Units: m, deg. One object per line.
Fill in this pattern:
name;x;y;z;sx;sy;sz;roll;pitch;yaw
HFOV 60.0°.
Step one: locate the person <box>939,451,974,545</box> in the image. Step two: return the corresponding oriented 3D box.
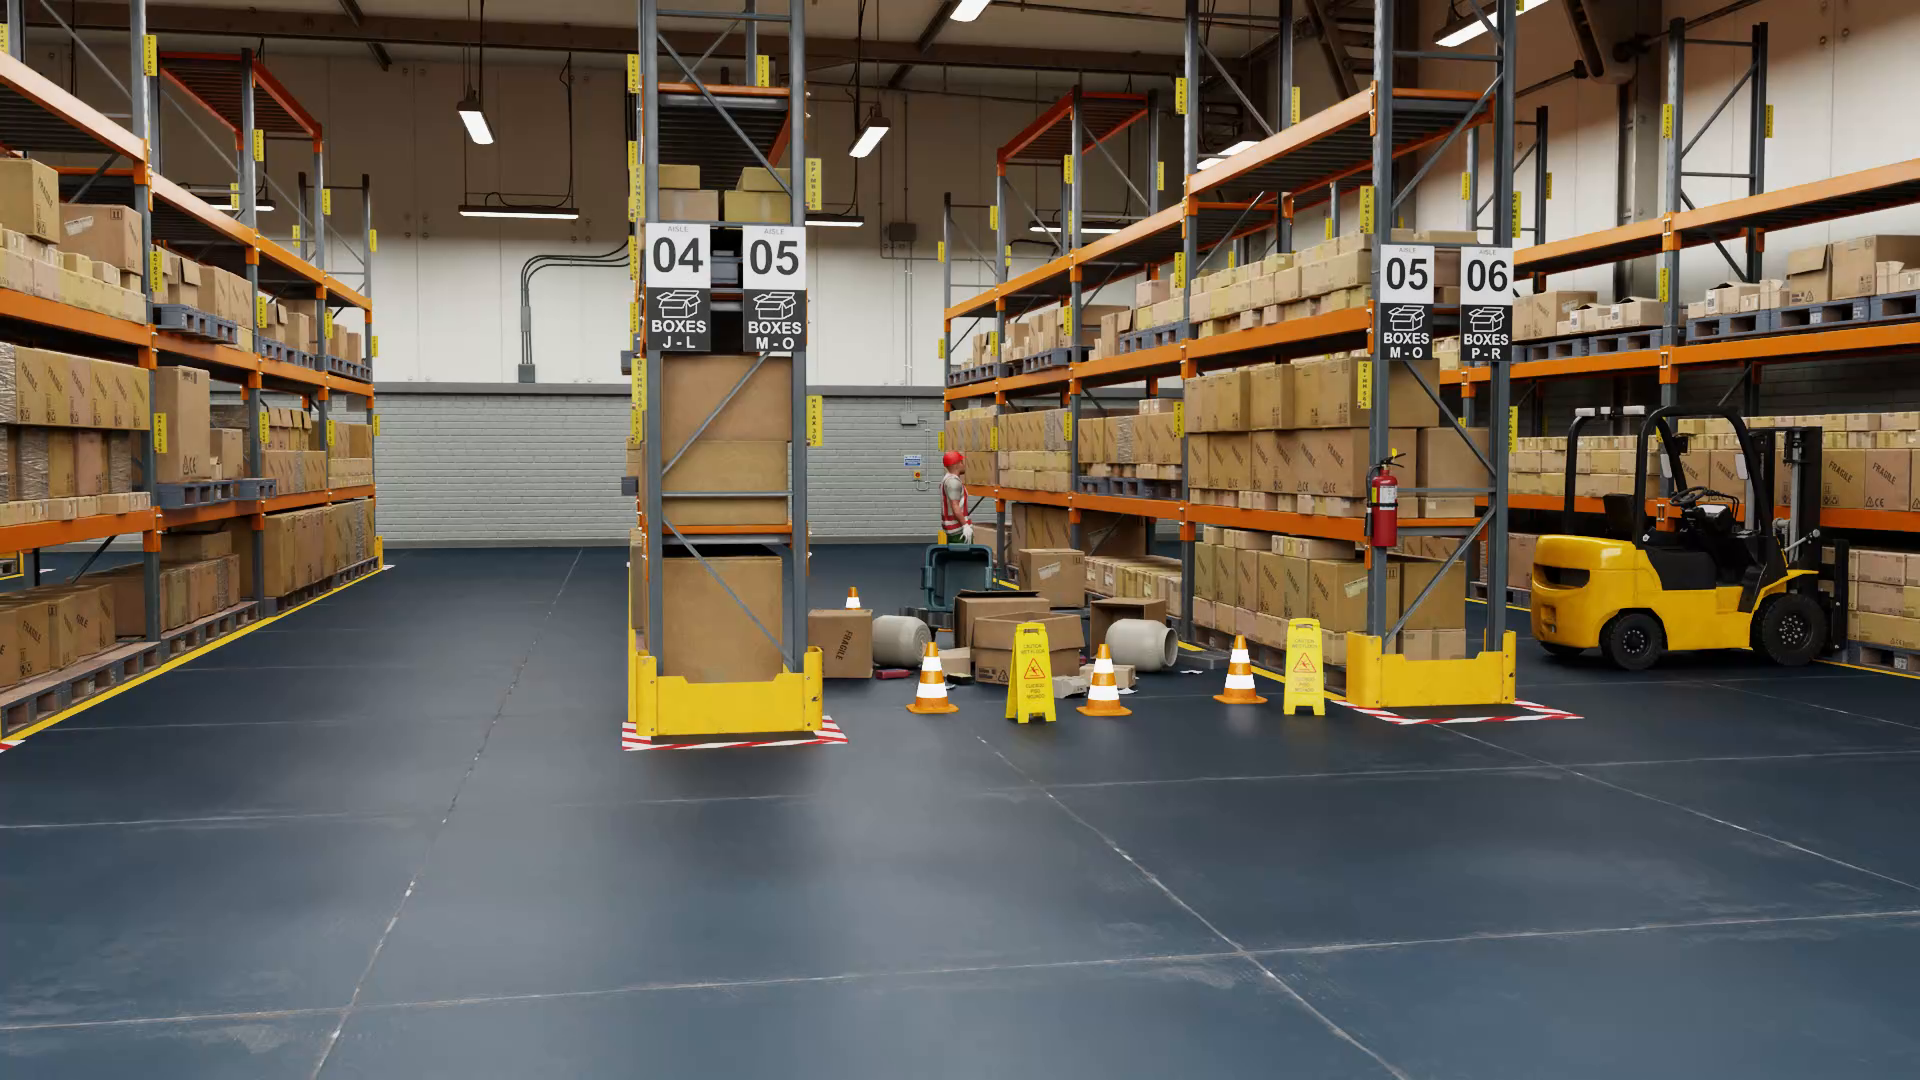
person;0.065;-0.084;18.254;0.562;1.790;0.637;-1;3;-11
